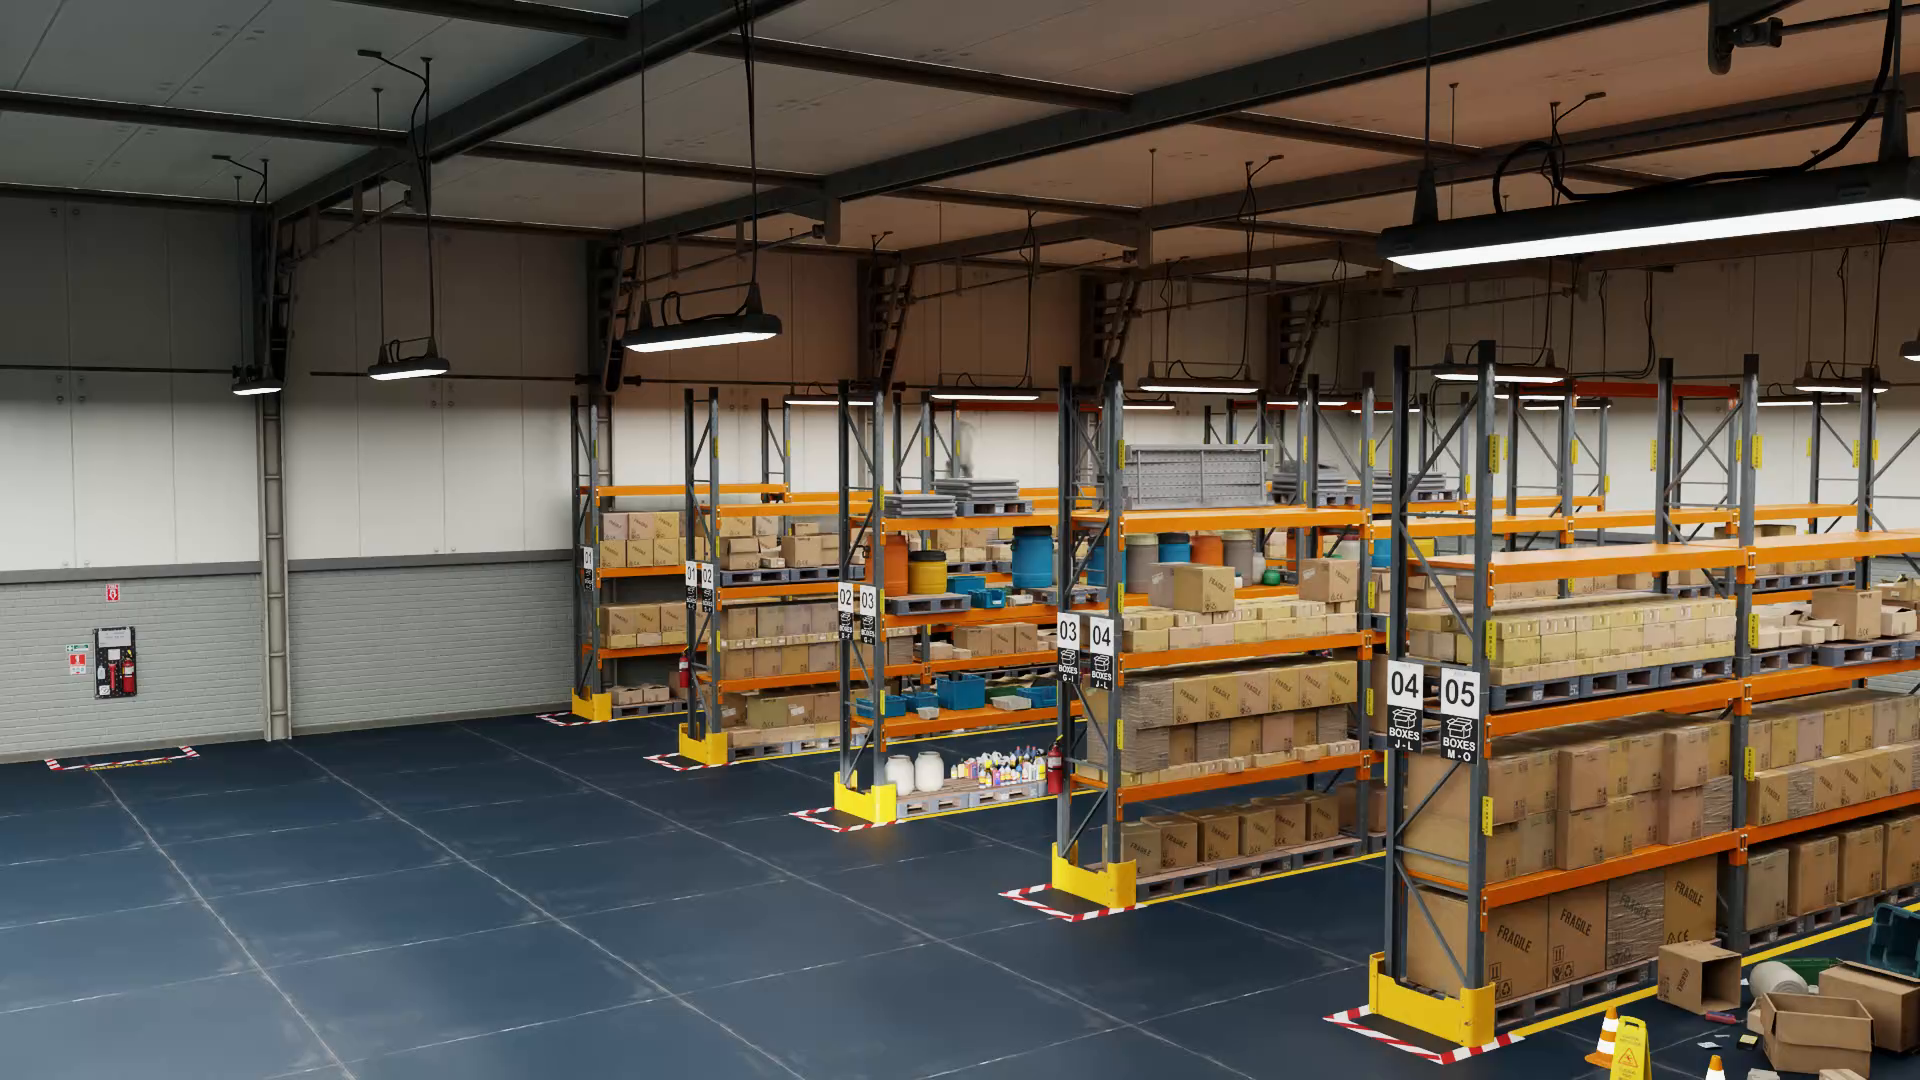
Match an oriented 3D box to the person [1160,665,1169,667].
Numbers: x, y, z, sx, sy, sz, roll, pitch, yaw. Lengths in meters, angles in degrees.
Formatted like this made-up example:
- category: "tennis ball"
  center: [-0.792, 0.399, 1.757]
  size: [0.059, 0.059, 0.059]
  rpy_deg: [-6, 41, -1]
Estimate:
- category: "person"
  center: [3.589, 2.589, 30.058]
  size: [0.890, 1.617, 0.606]
  rpy_deg: [-3, 5, -43]
